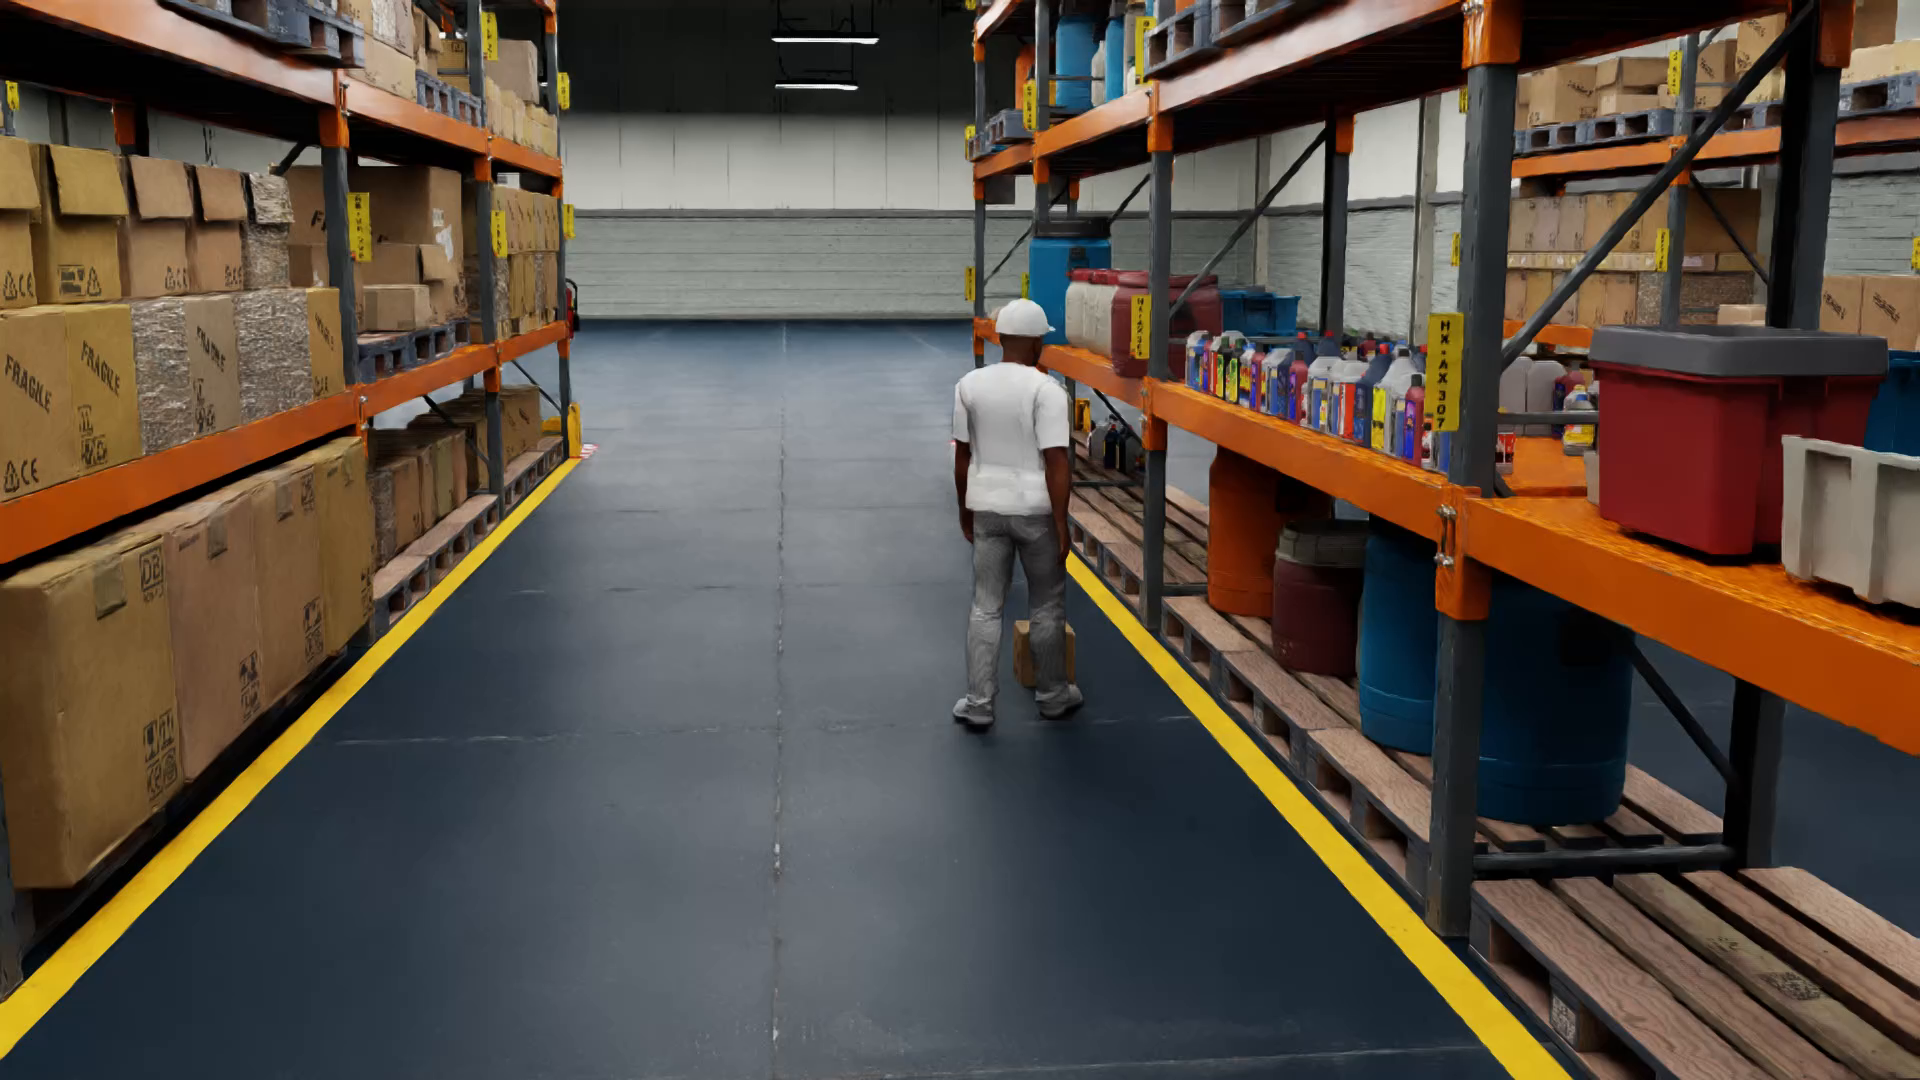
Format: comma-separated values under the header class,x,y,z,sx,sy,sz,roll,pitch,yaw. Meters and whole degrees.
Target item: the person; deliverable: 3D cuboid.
class,x,y,z,sx,sy,sz,roll,pitch,yaw
person,0.246,-0.121,6.985,0.578,1.767,0.657,5,11,26
